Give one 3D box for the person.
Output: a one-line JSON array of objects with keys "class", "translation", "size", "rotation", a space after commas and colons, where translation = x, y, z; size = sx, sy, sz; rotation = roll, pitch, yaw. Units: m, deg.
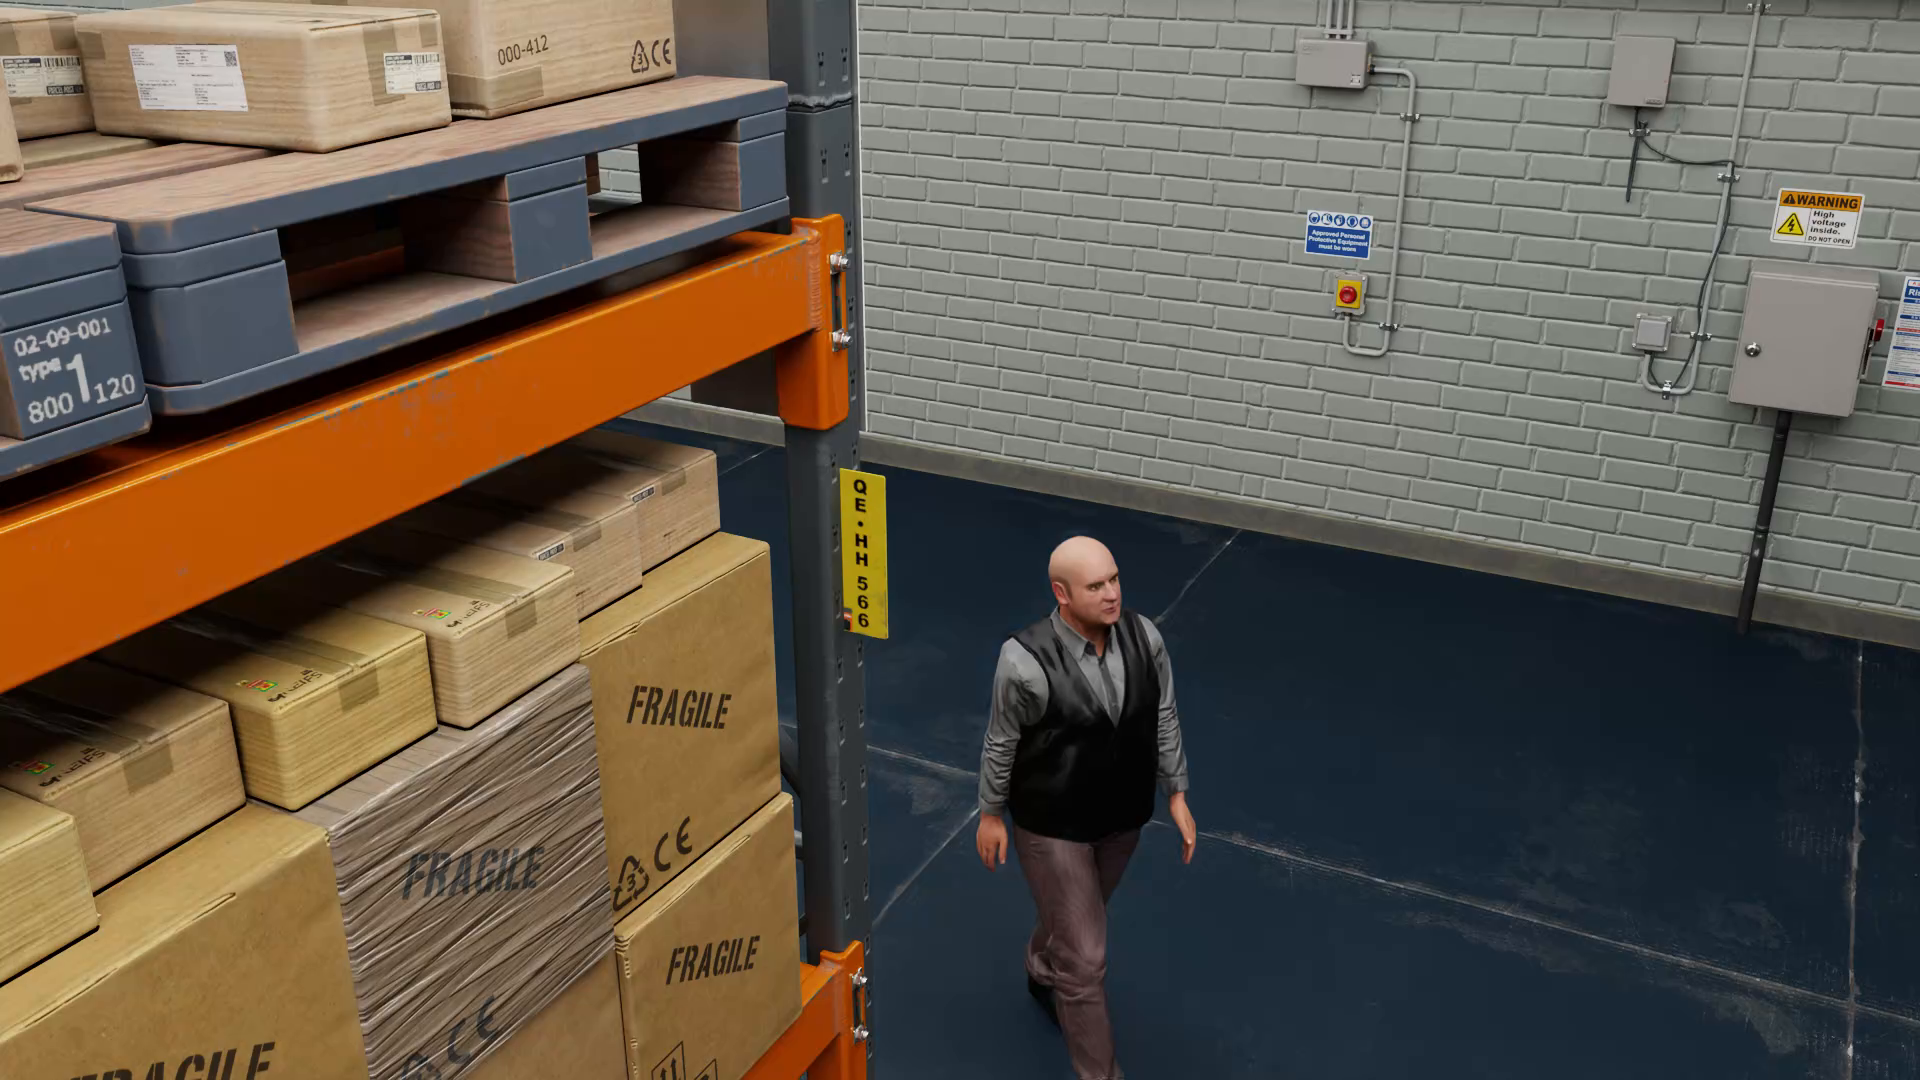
[{"class": "person", "translation": [0.400, 0.800, 4.658], "size": [0.561, 1.683, 0.900], "rotation": [-13, 26, -29]}]
